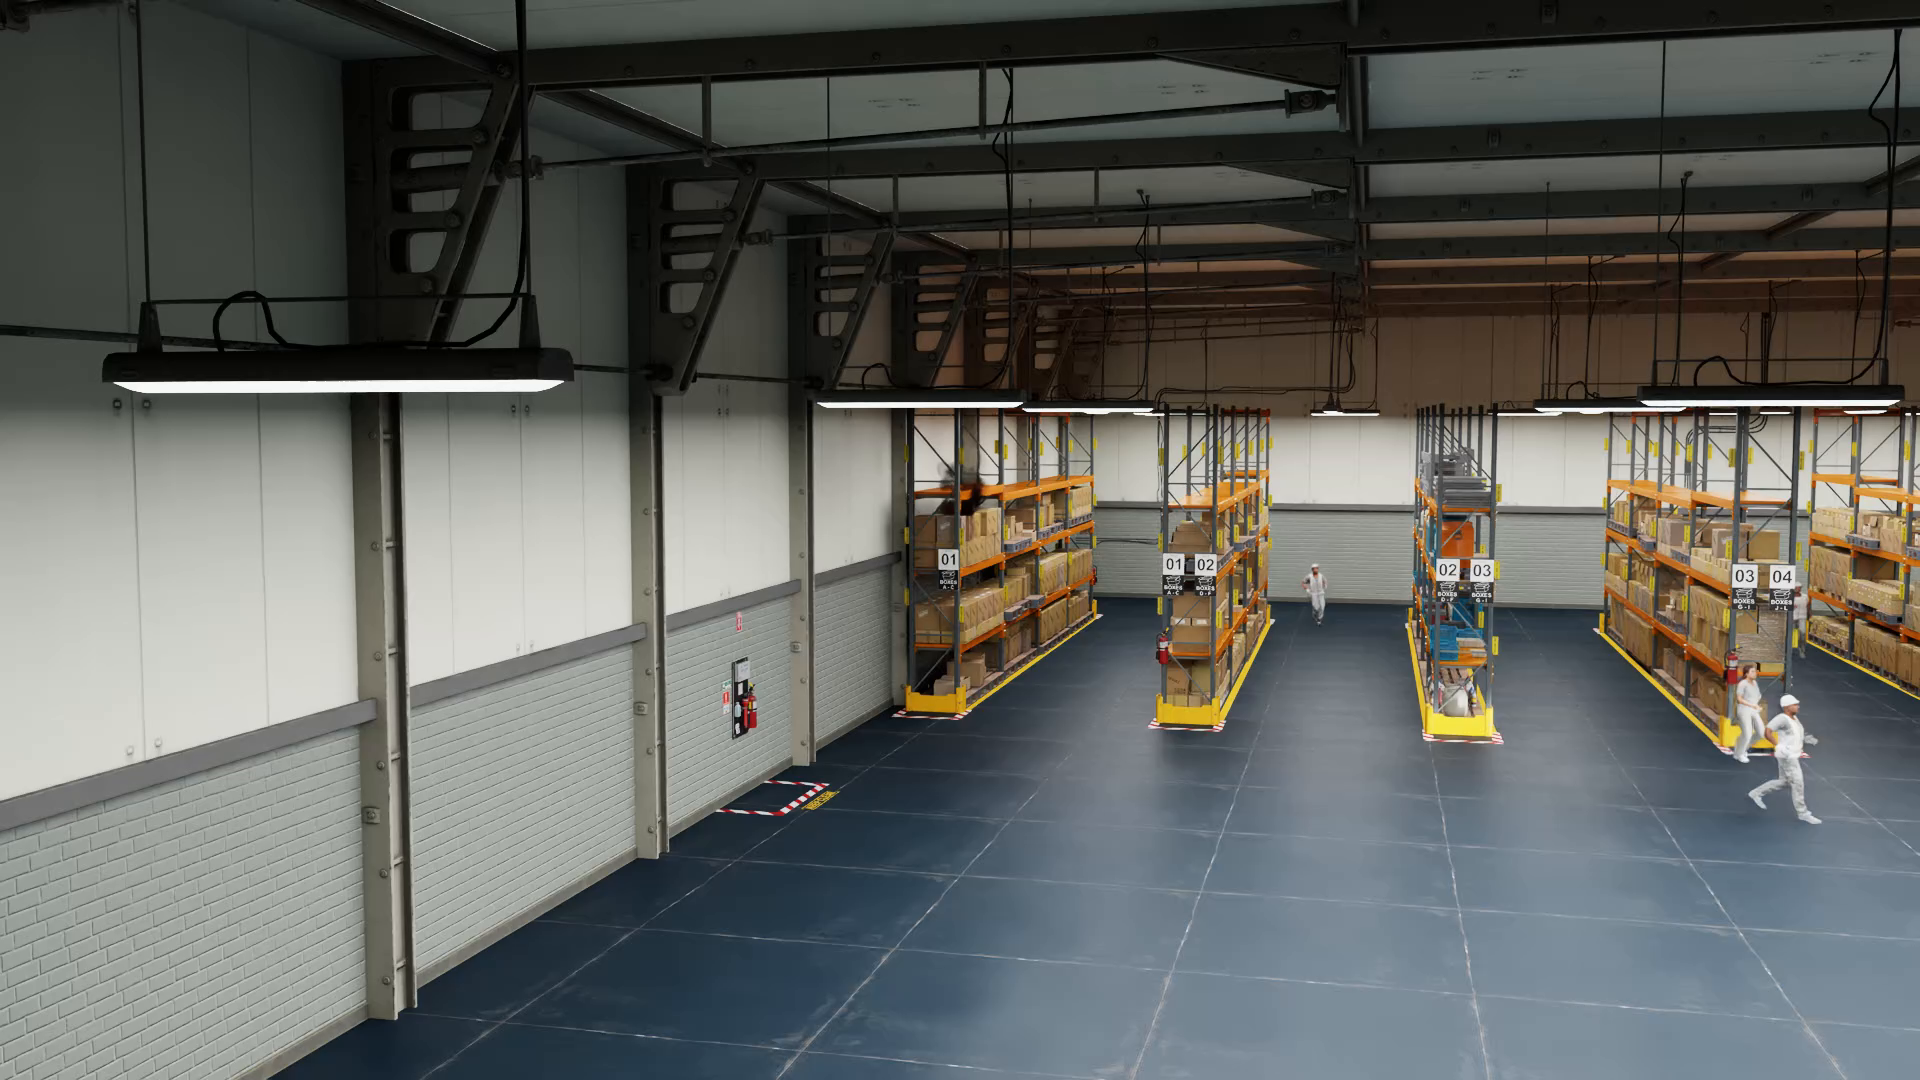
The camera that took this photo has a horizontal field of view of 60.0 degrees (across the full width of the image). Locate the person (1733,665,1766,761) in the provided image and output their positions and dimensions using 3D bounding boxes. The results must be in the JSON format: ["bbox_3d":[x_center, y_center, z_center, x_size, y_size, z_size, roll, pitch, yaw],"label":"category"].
[{"bbox_3d":[13.172,2.889,27.693,0.582,1.628,0.566,-2,5,-27],"label":"person"}]

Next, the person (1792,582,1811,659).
[{"bbox_3d":[20.169,1.913,40.100,0.677,1.821,0.807,1,4,15],"label":"person"}]

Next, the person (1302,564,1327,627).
[{"bbox_3d":[9.786,1.526,45.652,0.663,1.741,0.617,-1,4,-9],"label":"person"}]

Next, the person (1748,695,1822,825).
[{"bbox_3d":[11.785,3.097,23.715,0.987,1.791,0.682,3,5,36],"label":"person"}]
